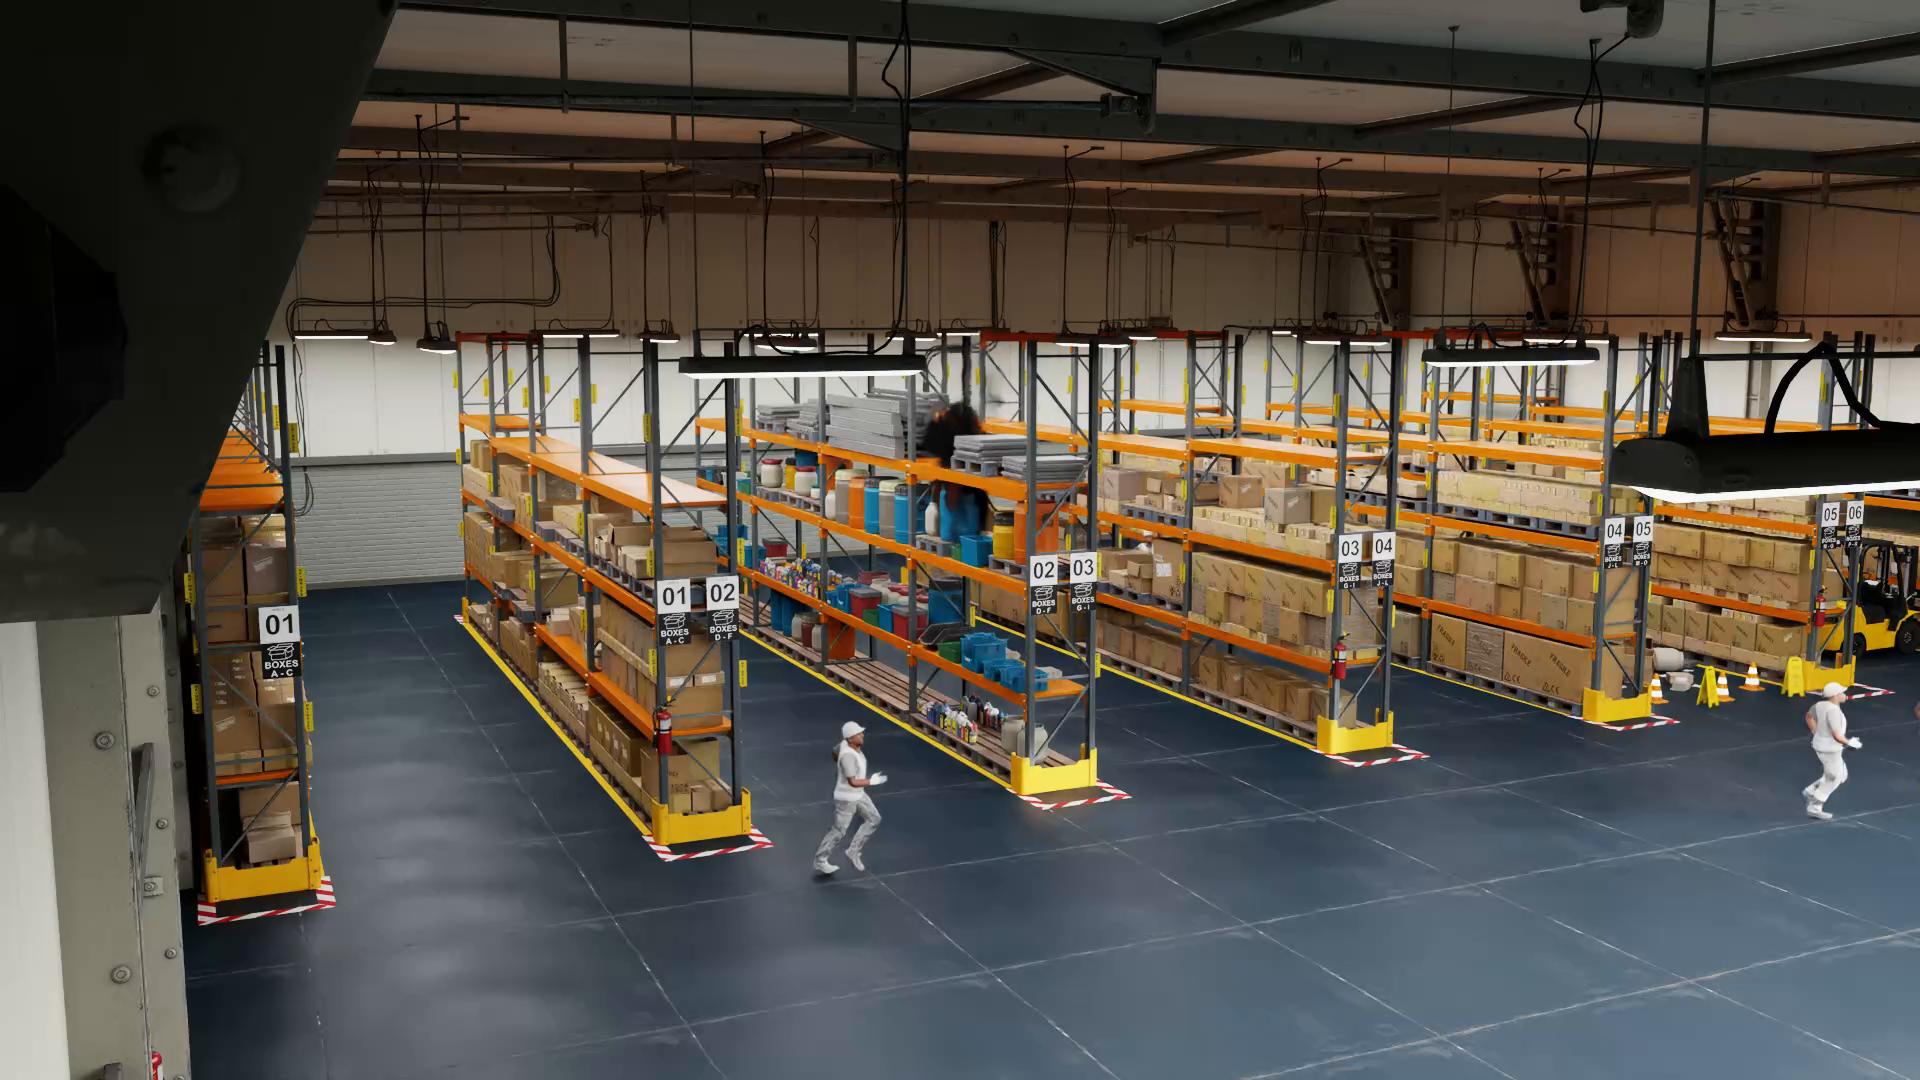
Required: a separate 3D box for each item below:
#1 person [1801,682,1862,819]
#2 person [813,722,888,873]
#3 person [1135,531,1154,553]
[{"bbox_3d":[11.002,2.643,20.978,0.600,1.743,0.692,2,8,11],"label":"person"},{"bbox_3d":[-1.233,2.913,18.870,0.865,1.769,0.702,1,8,7],"label":"person"},{"bbox_3d":[4.041,0.652,35.795,0.673,1.771,0.849,-2,8,-16],"label":"person"}]
